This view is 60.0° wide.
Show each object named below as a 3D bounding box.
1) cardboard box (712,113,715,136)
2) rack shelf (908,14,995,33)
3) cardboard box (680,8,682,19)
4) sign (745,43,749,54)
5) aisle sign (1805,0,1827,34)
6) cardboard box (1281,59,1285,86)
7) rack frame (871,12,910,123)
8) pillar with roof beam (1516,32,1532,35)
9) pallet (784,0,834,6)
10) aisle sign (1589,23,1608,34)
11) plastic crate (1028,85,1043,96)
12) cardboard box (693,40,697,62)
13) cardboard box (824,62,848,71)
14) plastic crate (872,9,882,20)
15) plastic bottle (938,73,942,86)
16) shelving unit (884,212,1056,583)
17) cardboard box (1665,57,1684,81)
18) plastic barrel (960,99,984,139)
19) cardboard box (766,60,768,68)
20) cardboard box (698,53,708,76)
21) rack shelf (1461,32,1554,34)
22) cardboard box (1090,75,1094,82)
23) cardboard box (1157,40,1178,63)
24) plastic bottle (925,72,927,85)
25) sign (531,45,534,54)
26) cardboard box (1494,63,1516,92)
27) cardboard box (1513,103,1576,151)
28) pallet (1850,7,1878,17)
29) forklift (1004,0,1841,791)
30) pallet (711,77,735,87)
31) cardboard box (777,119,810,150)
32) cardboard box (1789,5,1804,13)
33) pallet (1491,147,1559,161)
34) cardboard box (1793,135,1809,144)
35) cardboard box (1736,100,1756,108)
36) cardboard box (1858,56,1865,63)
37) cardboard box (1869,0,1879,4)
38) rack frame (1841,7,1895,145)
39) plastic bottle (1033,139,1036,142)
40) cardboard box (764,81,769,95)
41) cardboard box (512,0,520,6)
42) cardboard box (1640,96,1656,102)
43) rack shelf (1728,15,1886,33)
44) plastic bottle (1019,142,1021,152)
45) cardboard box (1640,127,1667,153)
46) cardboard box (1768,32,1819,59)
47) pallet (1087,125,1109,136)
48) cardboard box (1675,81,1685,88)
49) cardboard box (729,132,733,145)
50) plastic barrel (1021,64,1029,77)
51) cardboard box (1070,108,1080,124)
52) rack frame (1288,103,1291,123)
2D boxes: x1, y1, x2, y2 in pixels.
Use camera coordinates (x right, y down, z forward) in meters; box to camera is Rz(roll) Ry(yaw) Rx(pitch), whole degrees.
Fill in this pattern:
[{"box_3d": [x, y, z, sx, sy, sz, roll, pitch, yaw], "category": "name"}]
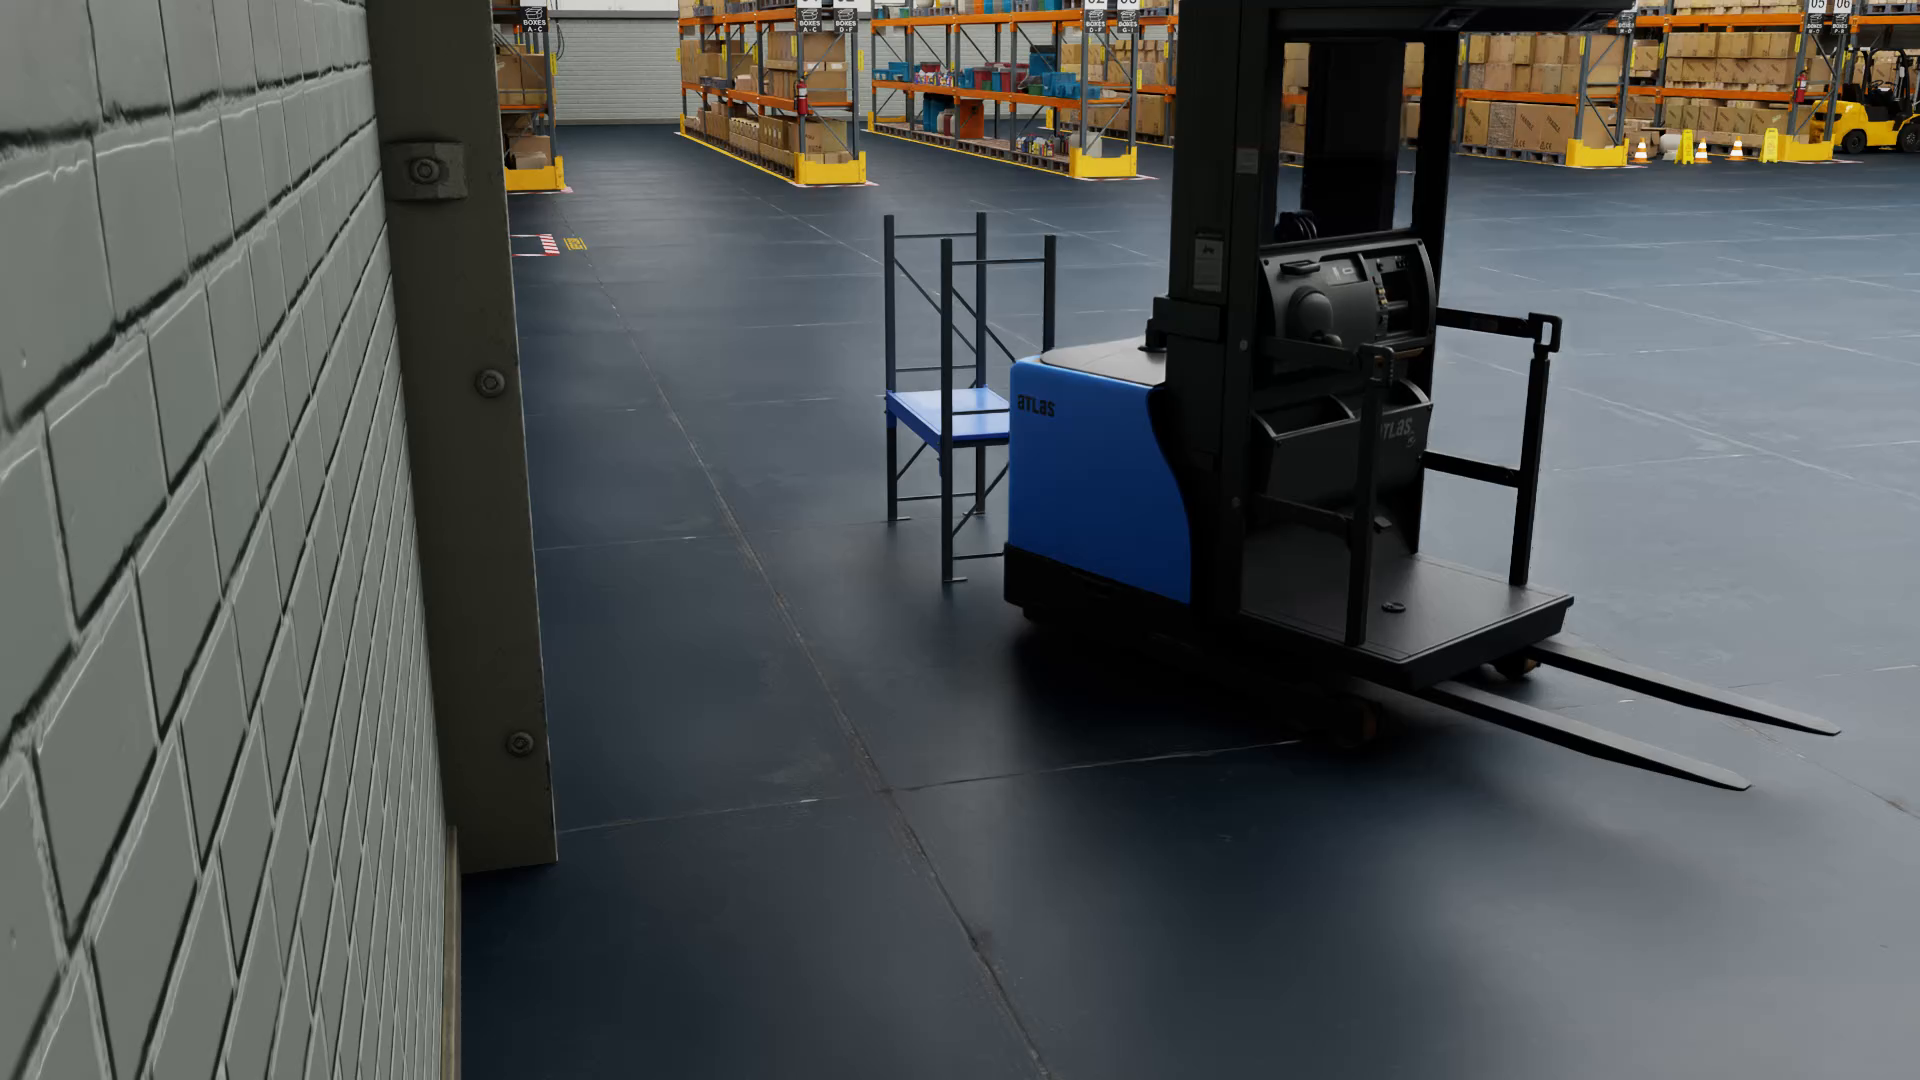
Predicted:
[{"box_3d": [-5.294, -9.344, 37.426, 0.500, 0.500, 0.500, -4, 17, -15], "category": "cardboard box"}, {"box_3d": [-0.167, -11.699, 37.721, 1.077, 0.370, 4.000, -5, 17, -15], "category": "rack shelf"}, {"box_3d": [-6.683, -13.078, 41.323, 0.500, 0.250, 0.500, -5, 17, -15], "category": "cardboard box"}, {"box_3d": [-4.948, -11.369, 38.573, 0.100, 0.325, 0.005, -5, 17, -15], "category": "sign"}, {"box_3d": [16.610, -10.221, 32.245, 0.394, 0.787, 0.004, -5, 17, -15], "category": "aisle sign"}, {"box_3d": [6.646, -9.128, 32.436, 0.875, 0.500, 0.500, -5, 17, -15], "category": "cardboard box"}, {"box_3d": [-1.816, -12.266, 43.574, 1.000, 3.000, 0.127, -5, 17, -15], "category": "rack frame"}, {"box_3d": [13.233, -17.185, 49.519, 9.100, 9.000, 0.400, -5, 17, -15], "category": "pillar with roof beam"}, {"box_3d": [-2.352, -9.042, 27.779, 1.003, 0.211, 1.213, -5, 17, -15], "category": "pallet"}, {"box_3d": [11.871, -9.798, 30.838, 0.394, 0.787, 0.004, -5, 17, -15], "category": "aisle sign"}, {"box_3d": [1.583, -8.448, 31.230, 0.450, 0.188, 0.662, -5, 17, -15], "category": "plastic crate"}, {"box_3d": [-6.012, -11.557, 39.300, 0.500, 0.500, 0.500, -5, 17, -16], "category": "cardboard box"}, {"box_3d": [-2.083, -7.934, 27.850, 0.380, 0.149, 0.250, -5, 17, -16], "category": "cardboard box"}, {"box_3d": [-1.978, -13.512, 42.733, 0.497, 0.269, 0.590, -5, 17, -15], "category": "plastic crate"}, {"box_3d": [-0.453, -10.392, 37.536, 0.061, 0.283, 0.133, -5, 17, -15], "category": "plastic bottle"}, {"box_3d": [0.023, -0.695, 7.658, 0.538, 1.500, 1.048, -5, 17, -15], "category": "shelving unit"}, {"box_3d": [15.625, -10.169, 35.900, 0.500, 0.500, 0.500, -5, 17, -15], "category": "cardboard box"}, {"box_3d": [0.232, -9.349, 36.905, 0.600, 0.830, 0.708, -5, 17, -15], "category": "plastic barrel"}, {"box_3d": [-3.394, -8.825, 30.817, 0.380, 0.149, 0.250, -5, 17, -15], "category": "cardboard box"}, {"box_3d": [-5.565, -10.870, 38.020, 0.700, 0.500, 0.500, -12, 20, -34], "category": "cardboard box"}, {"box_3d": [14.124, -12.874, 41.632, 1.077, 0.370, 4.000, -5, 17, -15], "category": "rack shelf"}, {"box_3d": [3.505, -11.632, 41.898, 0.380, 0.149, 0.250, -5, 17, -16], "category": "cardboard box"}, {"box_3d": [4.959, -11.177, 38.029, 0.797, 0.503, 0.637, -4, 17, -13], "category": "cardboard box"}, {"box_3d": [-0.782, -10.723, 38.639, 0.061, 0.283, 0.133, -5, 17, -15], "category": "plastic bottle"}, {"box_3d": [-8.624, -9.832, 33.596, 0.100, 0.325, 0.005, -5, 17, -15], "category": "sign"}, {"box_3d": [11.362, -9.365, 33.653, 0.875, 0.550, 0.550, -5, 17, -15], "category": "cardboard box"}, {"box_3d": [11.646, -8.205, 33.018, 0.875, 0.875, 0.875, -5, 17, -16], "category": "cardboard box"}, {"box_3d": [20.289, -12.104, 38.150, 0.805, 0.209, 1.217, -5, 18, -17], "category": "pallet"}, {"box_3d": [1.521, -0.864, 5.735, 1.130, 2.935, 3.031, -14, 22, -39], "category": "forklift"}, {"box_3d": [-4.920, -10.109, 36.724, 1.003, 0.211, 1.213, -5, 17, -15], "category": "pallet"}, {"box_3d": [-2.905, -7.094, 29.100, 0.500, 0.500, 0.500, -5, 17, -15], "category": "cardboard box"}, {"box_3d": [16.505, -10.409, 32.612, 0.380, 0.149, 0.250, -5, 17, -15], "category": "cardboard box"}, {"box_3d": [11.514, -7.813, 33.594, 1.003, 0.211, 1.213, -5, 17, -15], "category": "pallet"}, {"box_3d": [16.916, -8.145, 33.903, 0.500, 0.250, 0.500, -5, 17, -16], "category": "cardboard box"}, {"box_3d": [16.169, -8.937, 34.108, 0.380, 0.149, 0.250, -4, 17, -14], "category": "cardboard box"}, {"box_3d": [20.379, -10.765, 37.275, 0.380, 0.149, 0.250, -5, 17, -16], "category": "cardboard box"}, {"box_3d": [20.375, -11.933, 36.782, 0.380, 0.149, 0.250, -4, 17, -14], "category": "cardboard box"}, {"box_3d": [20.544, -10.516, 37.745, 1.000, 3.000, 0.127, -5, 17, -15], "category": "rack frame"}, {"box_3d": [1.433, -7.505, 31.701, 0.097, 0.271, 0.097, 0, 17, 0], "category": "plastic bottle"}, {"box_3d": [-3.459, -8.617, 31.687, 0.500, 0.250, 0.500, -4, 17, -12], "category": "cardboard box"}, {"box_3d": [-6.796, -8.664, 26.158, 0.500, 0.500, 0.500, -4, 17, -14], "category": "cardboard box"}, {"box_3d": [18.420, -11.782, 44.450, 0.380, 0.149, 0.250, -6, 18, -18], "category": "cardboard box"}, {"box_3d": [19.994, -12.161, 39.259, 1.077, 0.370, 4.000, -5, 17, -15], "category": "rack shelf"}, {"box_3d": [1.204, -7.639, 32.267, 0.097, 0.201, 0.097, 0, 17, 0], "category": "plastic bottle"}, {"box_3d": [14.759, -8.522, 35.450, 0.500, 0.500, 0.500, 7, 18, 23], "category": "cardboard box"}, {"box_3d": [16.522, -9.809, 32.964, 0.700, 0.500, 0.500, -5, 17, -17], "category": "cardboard box"}, {"box_3d": [3.912, -10.433, 42.316, 1.003, 0.211, 1.213, -5, 17, -15], "category": "pallet"}, {"box_3d": [15.670, -9.824, 35.878, 0.380, 0.149, 0.250, -4, 17, -14], "category": "cardboard box"}, {"box_3d": [-4.520, -8.379, 34.682, 0.500, 0.250, 0.500, -5, 17, -15], "category": "cardboard box"}, {"box_3d": [1.430, -9.294, 33.443, 0.433, 0.535, 0.433, 0, 17, 0], "category": "plastic barrel"}, {"box_3d": [3.449, -11.419, 43.716, 0.875, 0.875, 0.875, -5, 17, -15], "category": "cardboard box"}, {"box_3d": [8.842, -11.916, 42.406, 1.000, 3.000, 0.127, -5, 17, -15], "category": "rack frame"}]
